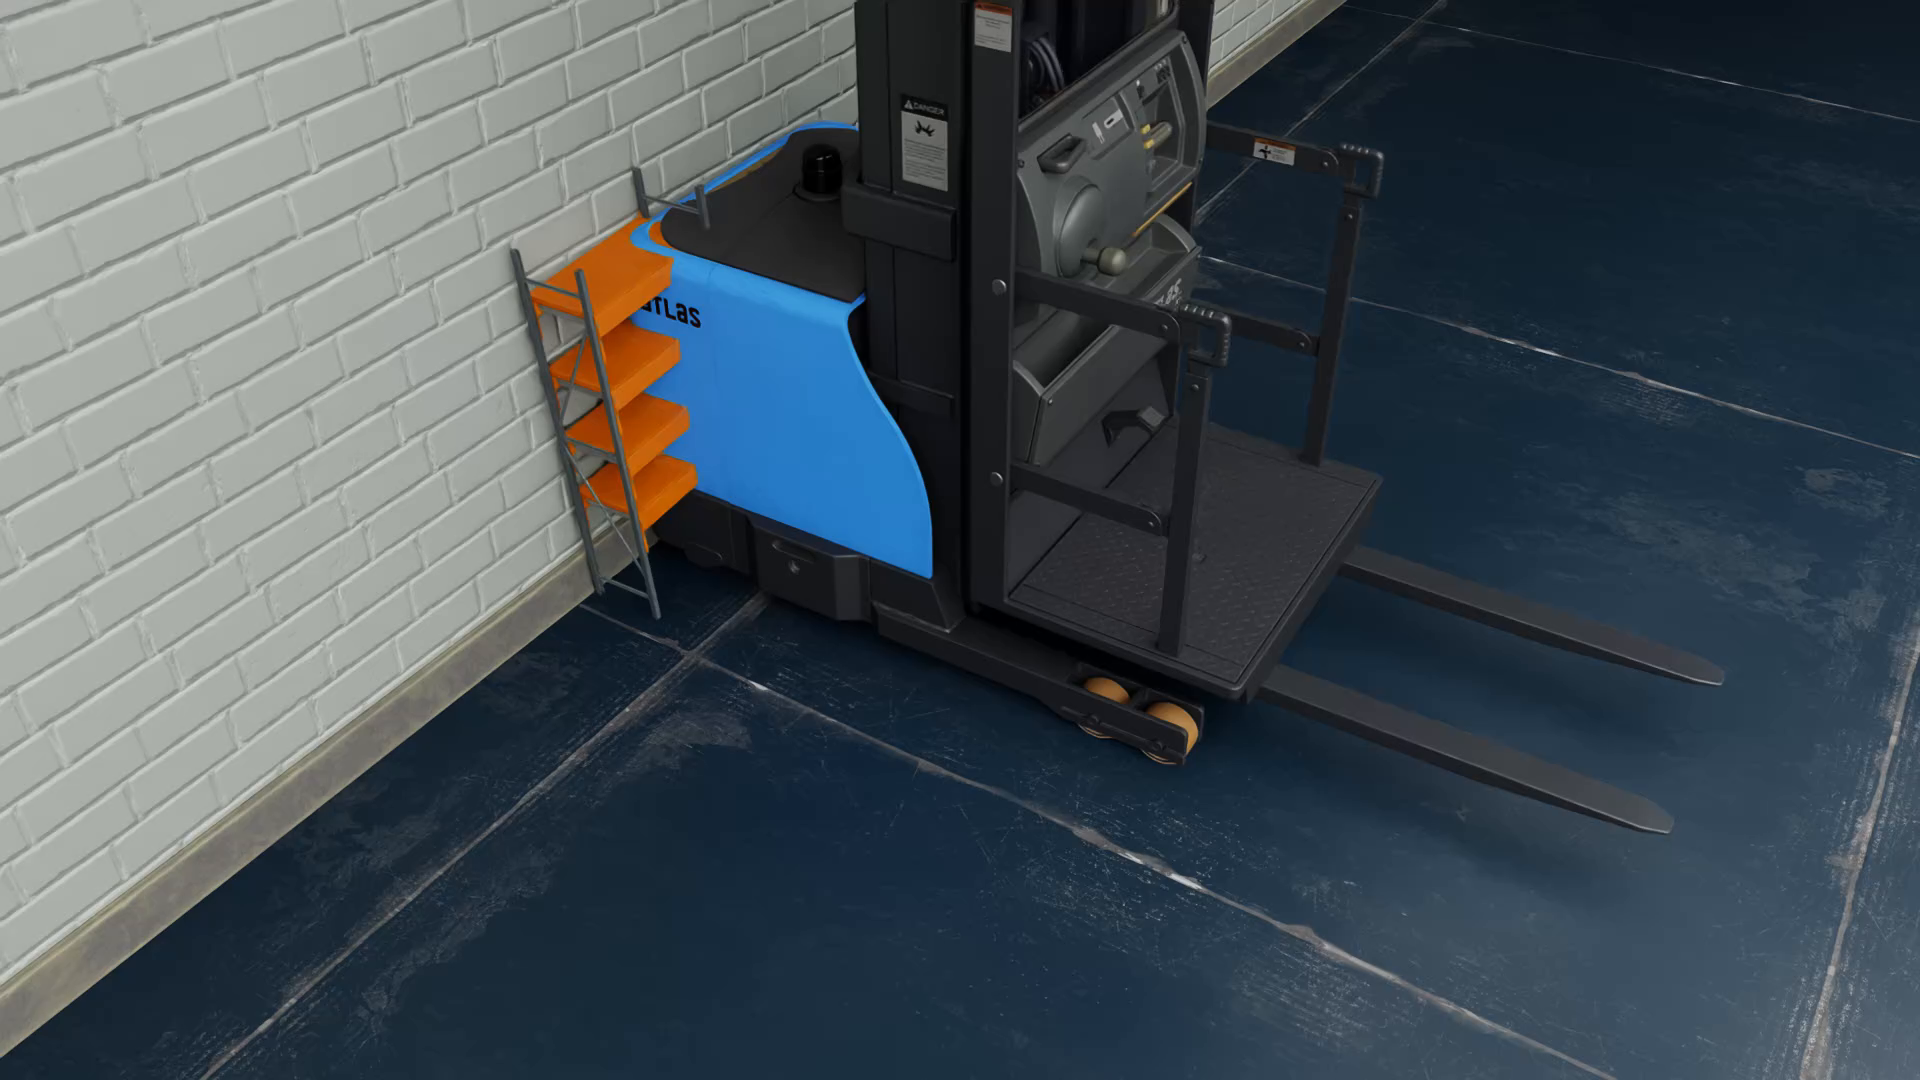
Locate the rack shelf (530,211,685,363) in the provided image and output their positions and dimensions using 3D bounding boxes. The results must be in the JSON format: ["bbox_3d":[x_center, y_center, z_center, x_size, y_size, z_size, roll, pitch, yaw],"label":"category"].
[{"bbox_3d":[-0.916,-0.694,4.518,0.258,0.148,0.480,20,45,25],"label":"rack shelf"}]

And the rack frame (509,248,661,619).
[{"bbox_3d":[-1.024,-0.255,4.617,0.240,1.200,0.015,20,45,25],"label":"rack frame"}]

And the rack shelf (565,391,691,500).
[{"bbox_3d":[-0.894,-0.343,4.815,0.258,0.148,0.480,20,45,25],"label":"rack shelf"}]

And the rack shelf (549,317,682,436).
[{"bbox_3d":[-0.905,-0.513,4.671,0.258,0.148,0.480,20,45,25],"label":"rack shelf"}]

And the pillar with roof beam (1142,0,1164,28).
[{"bbox_3d":[4.195,-3.473,2.384,9.100,9.000,0.400,21,42,25],"label":"pillar with roof beam"}]

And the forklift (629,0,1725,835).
[{"bbox_3d":[0.569,-0.931,4.057,3.031,2.935,1.130,20,42,24],"label":"forklift"}]

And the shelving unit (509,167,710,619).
[{"bbox_3d":[-0.897,-0.394,4.772,0.258,1.200,0.503,20,45,25],"label":"shelving unit"}]

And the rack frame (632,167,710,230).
[{"bbox_3d":[-0.770,-0.534,4.927,0.240,1.200,0.015,20,45,25],"label":"rack frame"}]

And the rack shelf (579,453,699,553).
[{"bbox_3d":[-0.884,-0.192,4.944,0.258,0.148,0.480,20,45,25],"label":"rack shelf"}]
